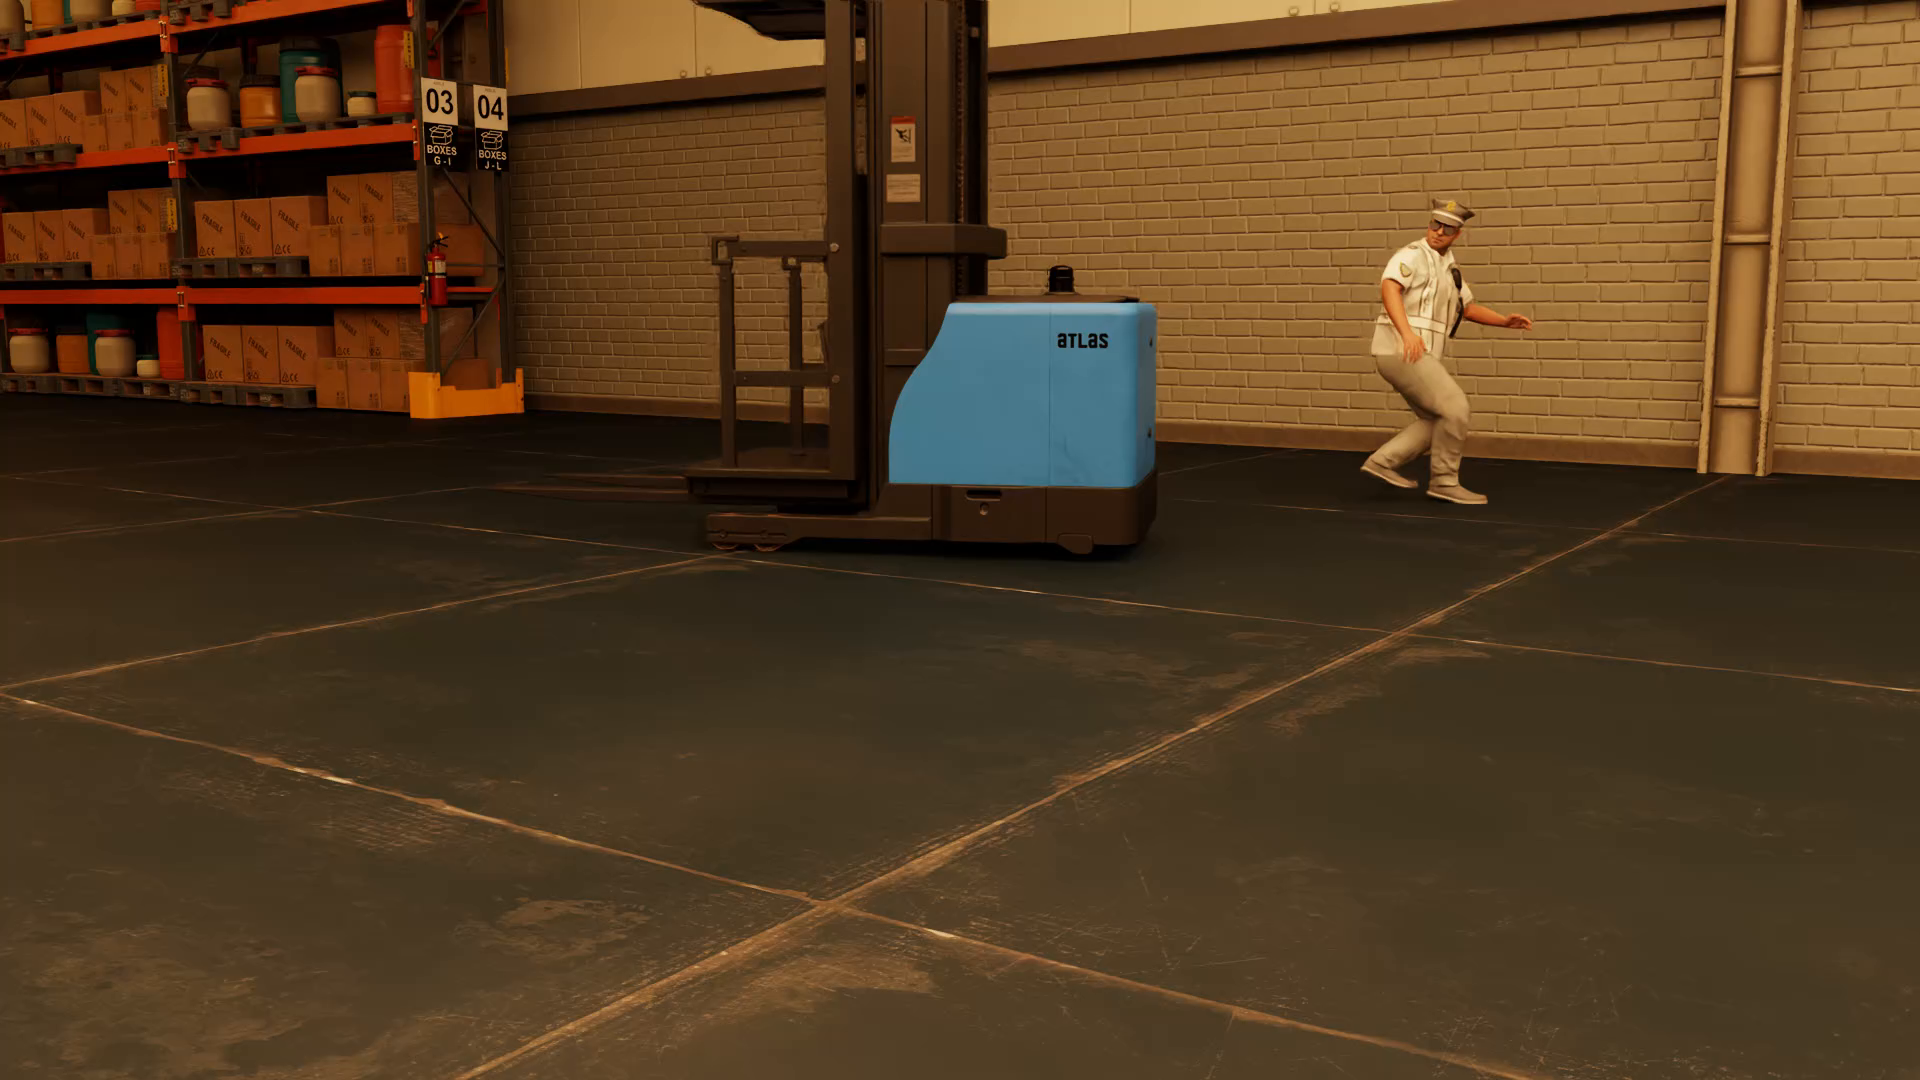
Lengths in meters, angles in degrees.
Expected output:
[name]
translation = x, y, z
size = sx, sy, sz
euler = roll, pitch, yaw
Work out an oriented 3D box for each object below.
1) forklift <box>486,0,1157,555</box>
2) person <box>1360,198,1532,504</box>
[forklift]
translation = -0.645, -1.470, 7.530
size = 3.031, 2.935, 1.130
euler = 2, 8, 12
[person]
translation = 2.591, -1.005, 8.919
size = 0.852, 1.637, 0.886
euler = 4, 9, 27
